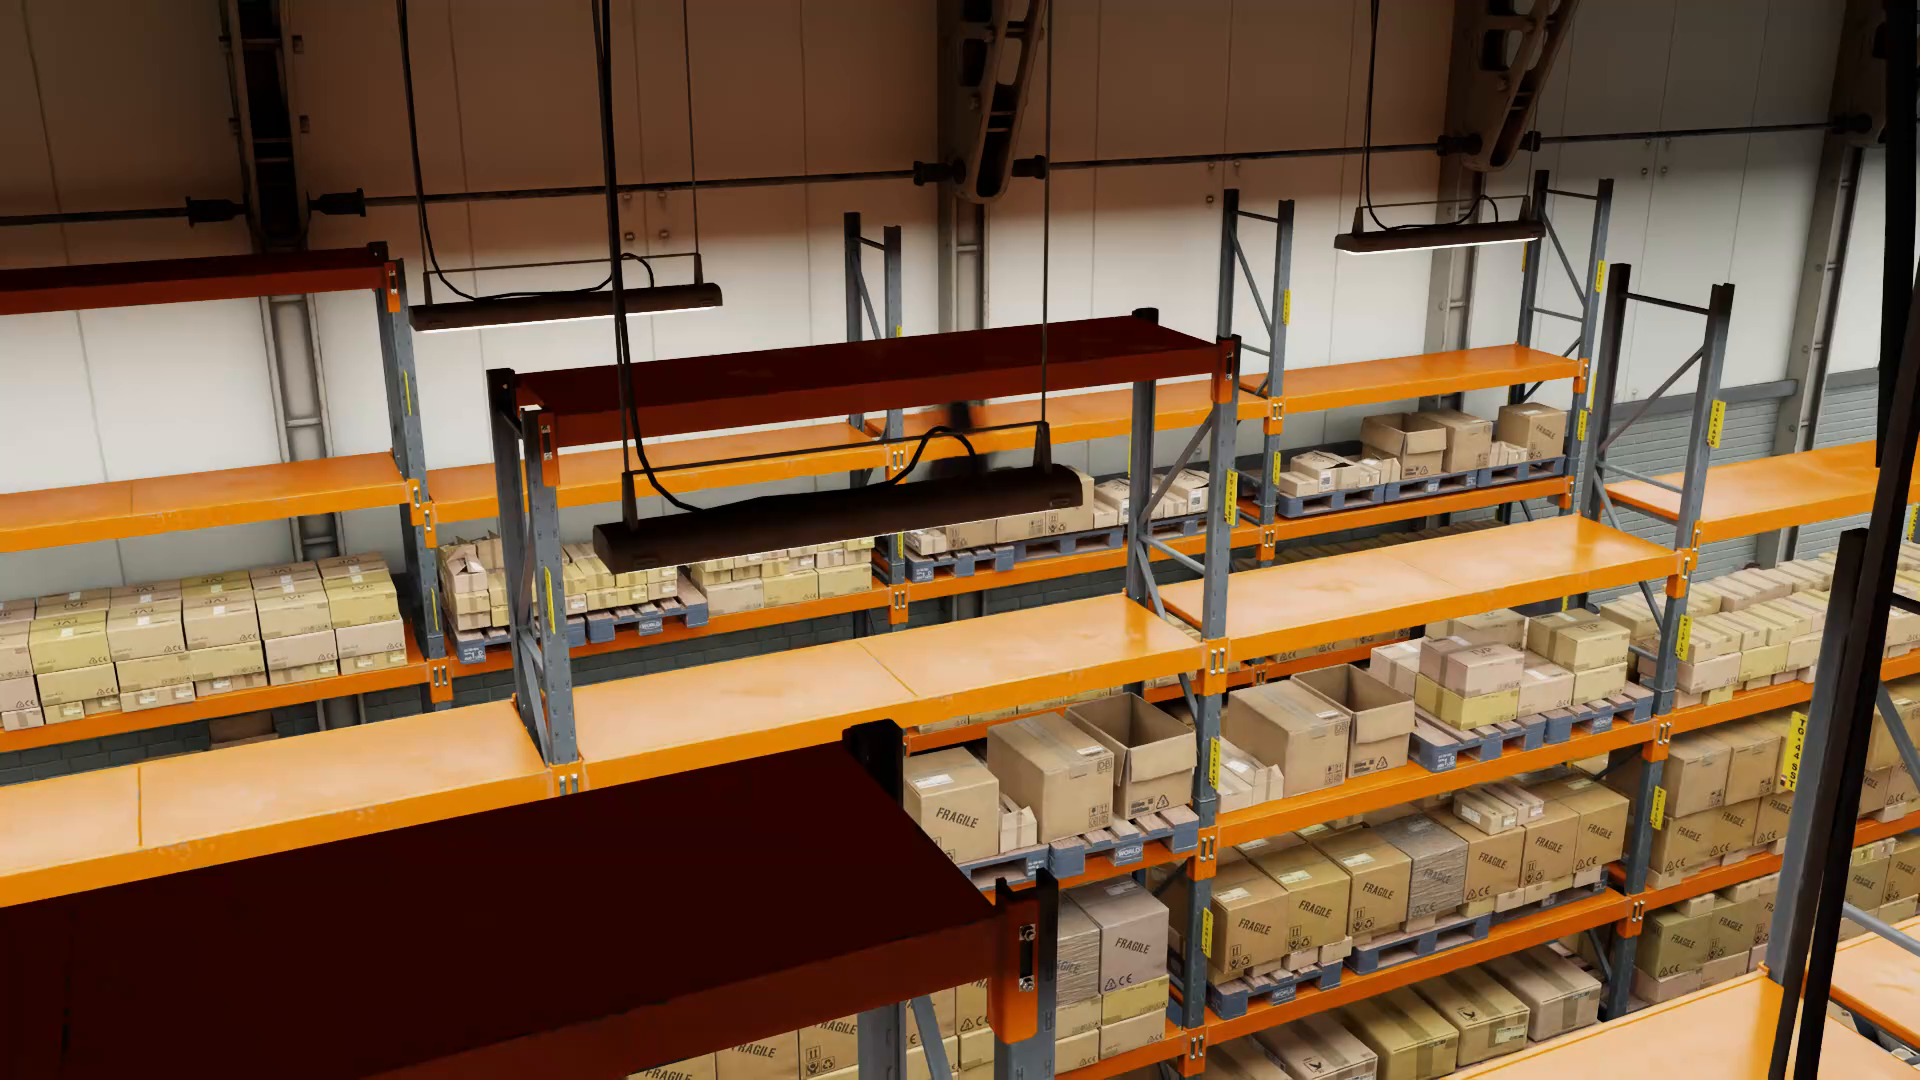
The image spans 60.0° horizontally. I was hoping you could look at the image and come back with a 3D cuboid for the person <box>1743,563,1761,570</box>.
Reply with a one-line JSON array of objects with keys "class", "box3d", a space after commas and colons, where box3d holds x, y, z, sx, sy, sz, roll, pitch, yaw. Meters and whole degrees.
[{"class": "person", "box3d": [8.950, 1.066, 19.182, 0.596, 1.610, 0.567, -3, 19, -10]}]
